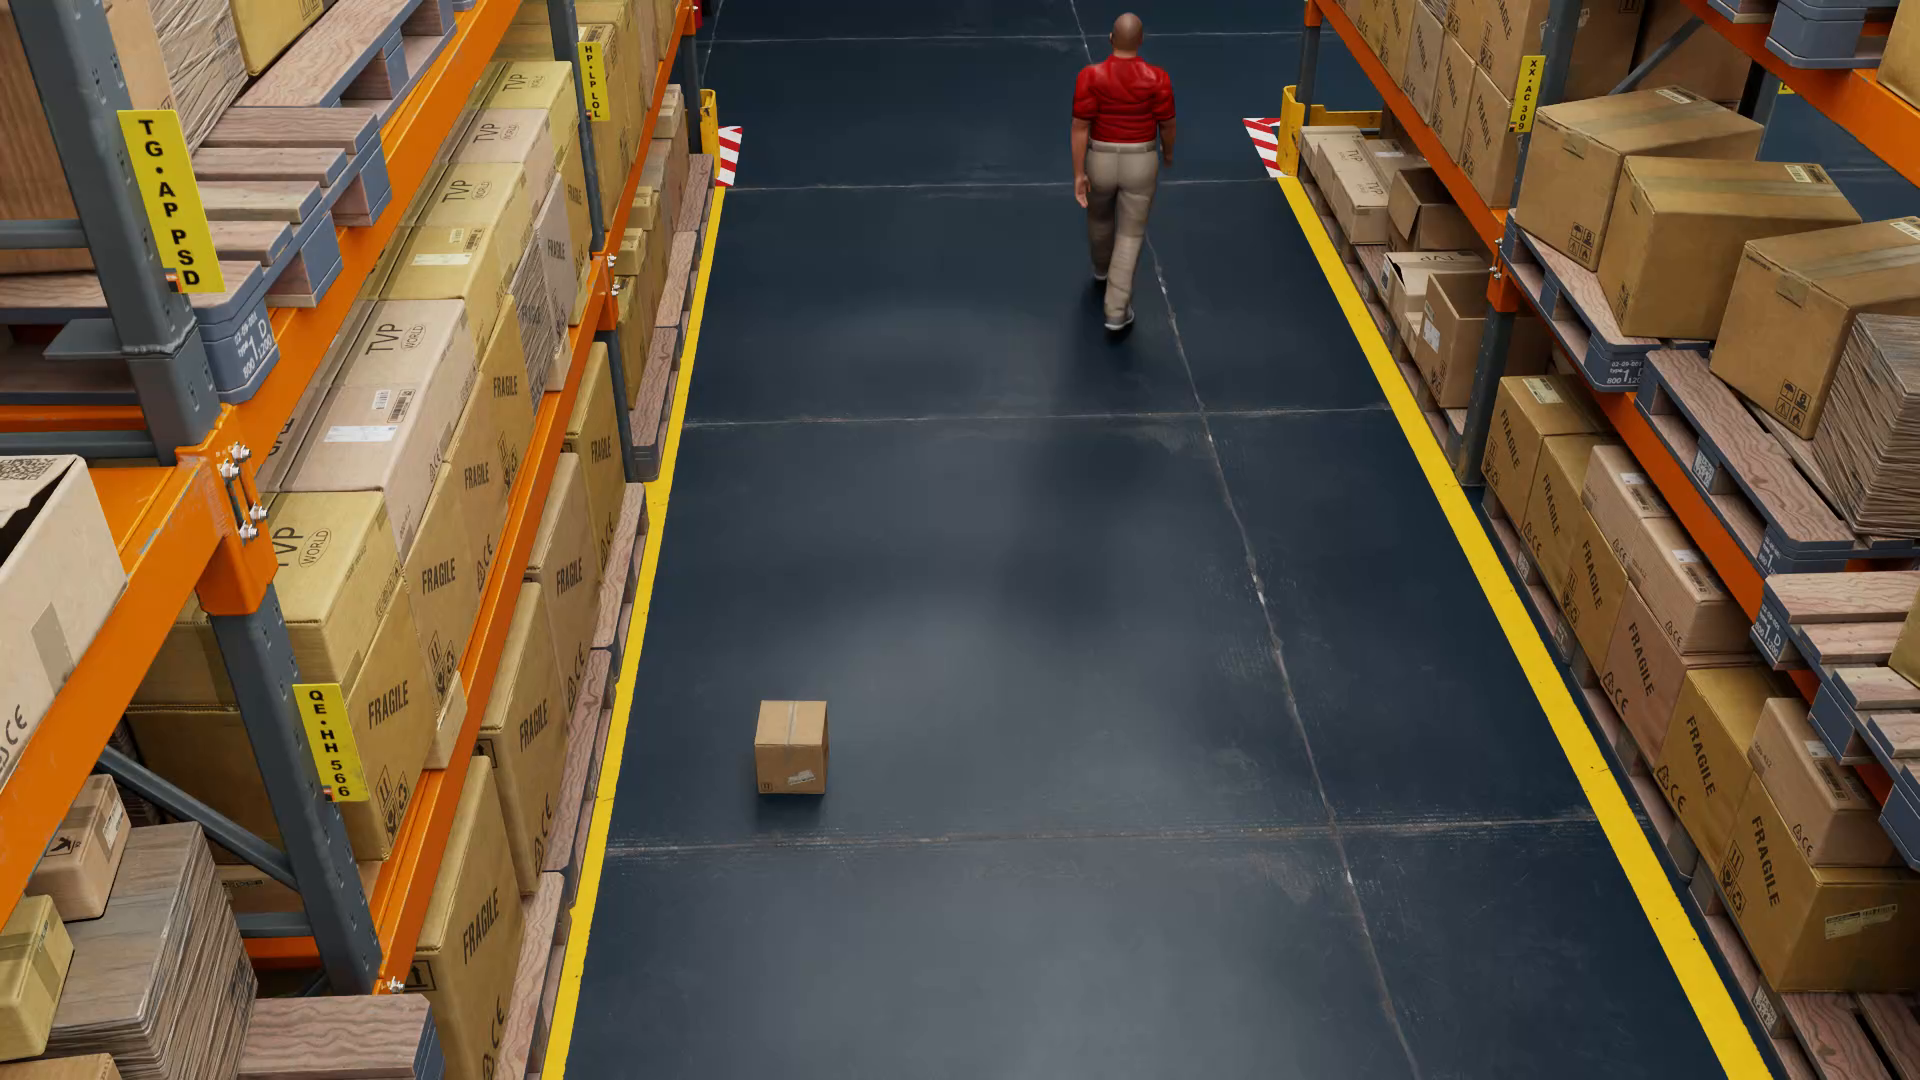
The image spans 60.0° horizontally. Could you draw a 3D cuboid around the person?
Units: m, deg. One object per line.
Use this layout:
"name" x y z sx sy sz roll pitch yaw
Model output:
"person" 0.902 -2.084 9.116 0.542 1.663 1.019 8 36 11
